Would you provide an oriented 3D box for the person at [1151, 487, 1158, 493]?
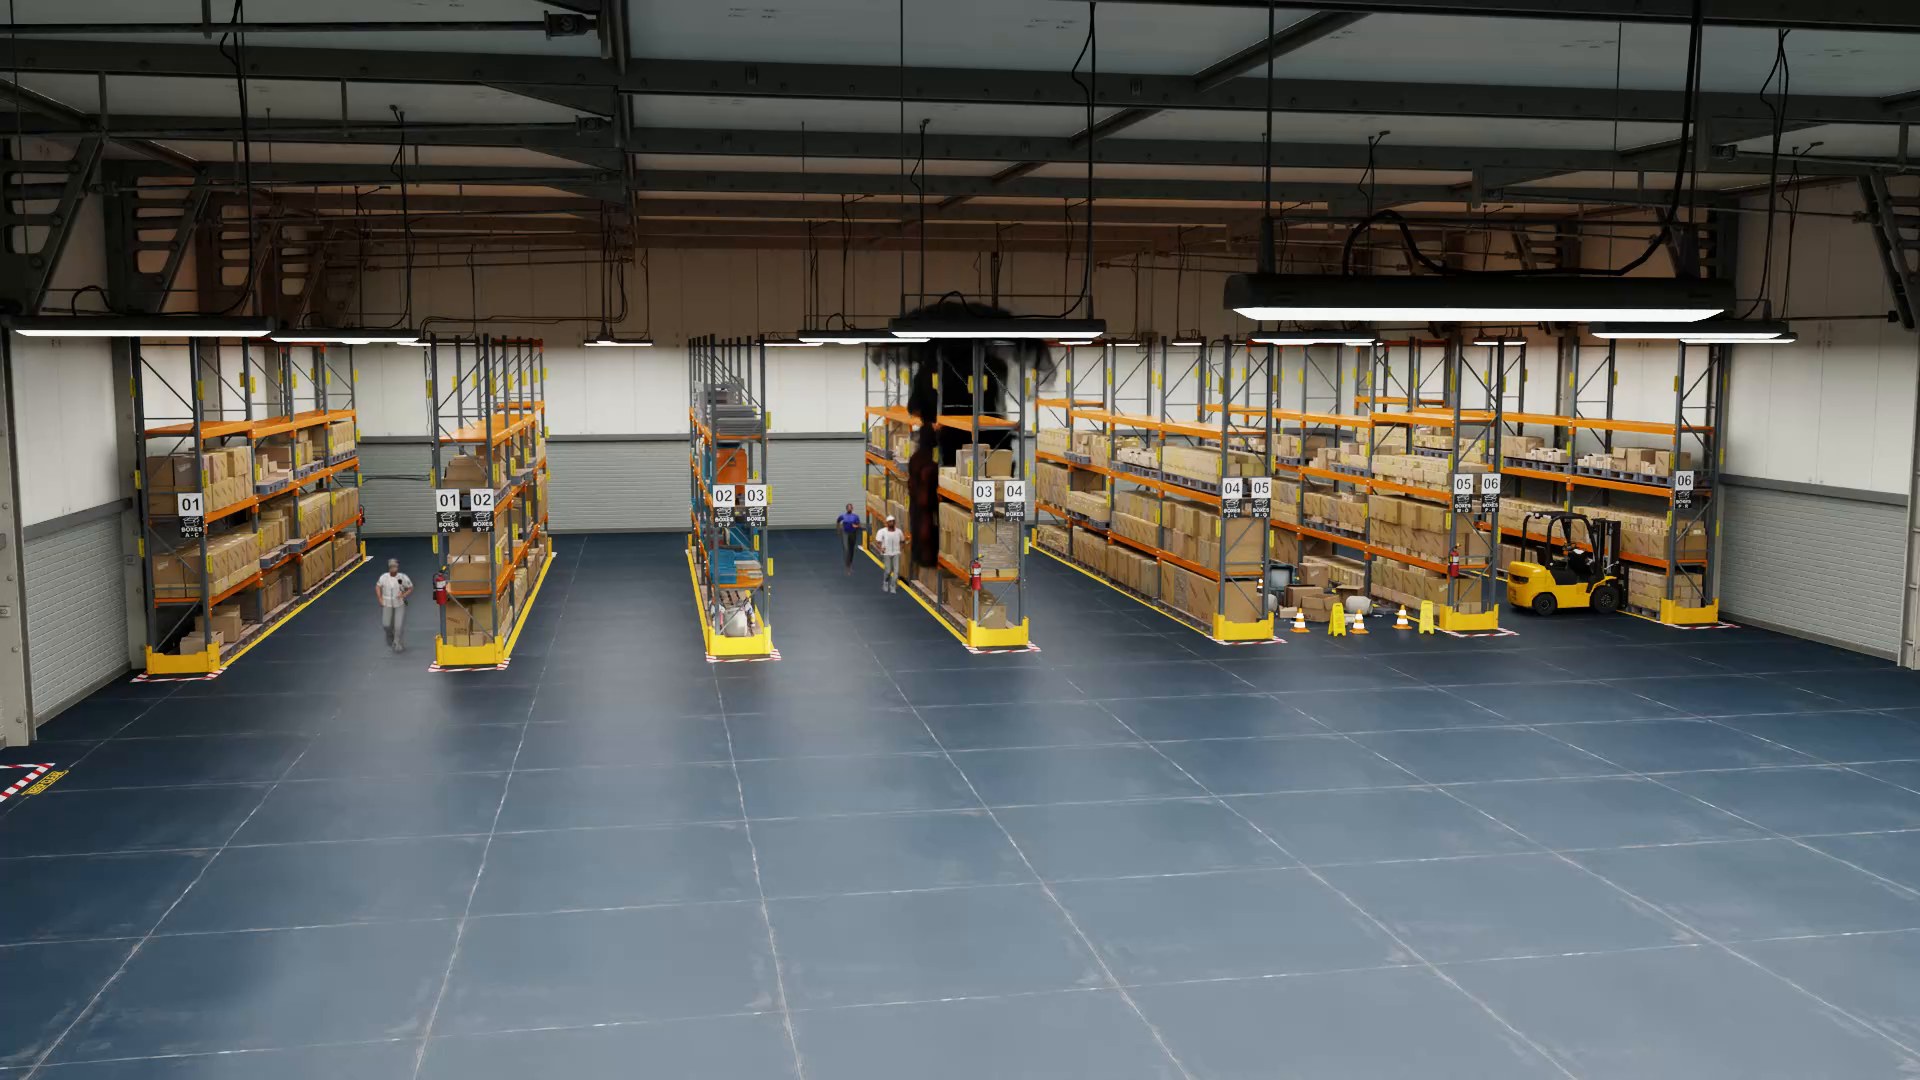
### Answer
[{"bbox_3d":[5.947,-0.986,50.673,0.773,1.786,0.643,-1,7,-8],"label":"person"}]

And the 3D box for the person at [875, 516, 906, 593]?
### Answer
[{"bbox_3d":[-1.530,0.320,37.172,0.701,1.733,0.559,-2,7,-16],"label":"person"}]

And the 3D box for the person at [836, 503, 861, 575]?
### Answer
[{"bbox_3d":[-2.726,-0.047,40.872,0.557,1.715,0.797,-2,7,-16],"label":"person"}]

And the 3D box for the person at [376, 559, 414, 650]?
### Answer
[{"bbox_3d":[-10.762,1.231,31.627,0.710,1.757,0.563,-1,7,-8],"label":"person"}]
